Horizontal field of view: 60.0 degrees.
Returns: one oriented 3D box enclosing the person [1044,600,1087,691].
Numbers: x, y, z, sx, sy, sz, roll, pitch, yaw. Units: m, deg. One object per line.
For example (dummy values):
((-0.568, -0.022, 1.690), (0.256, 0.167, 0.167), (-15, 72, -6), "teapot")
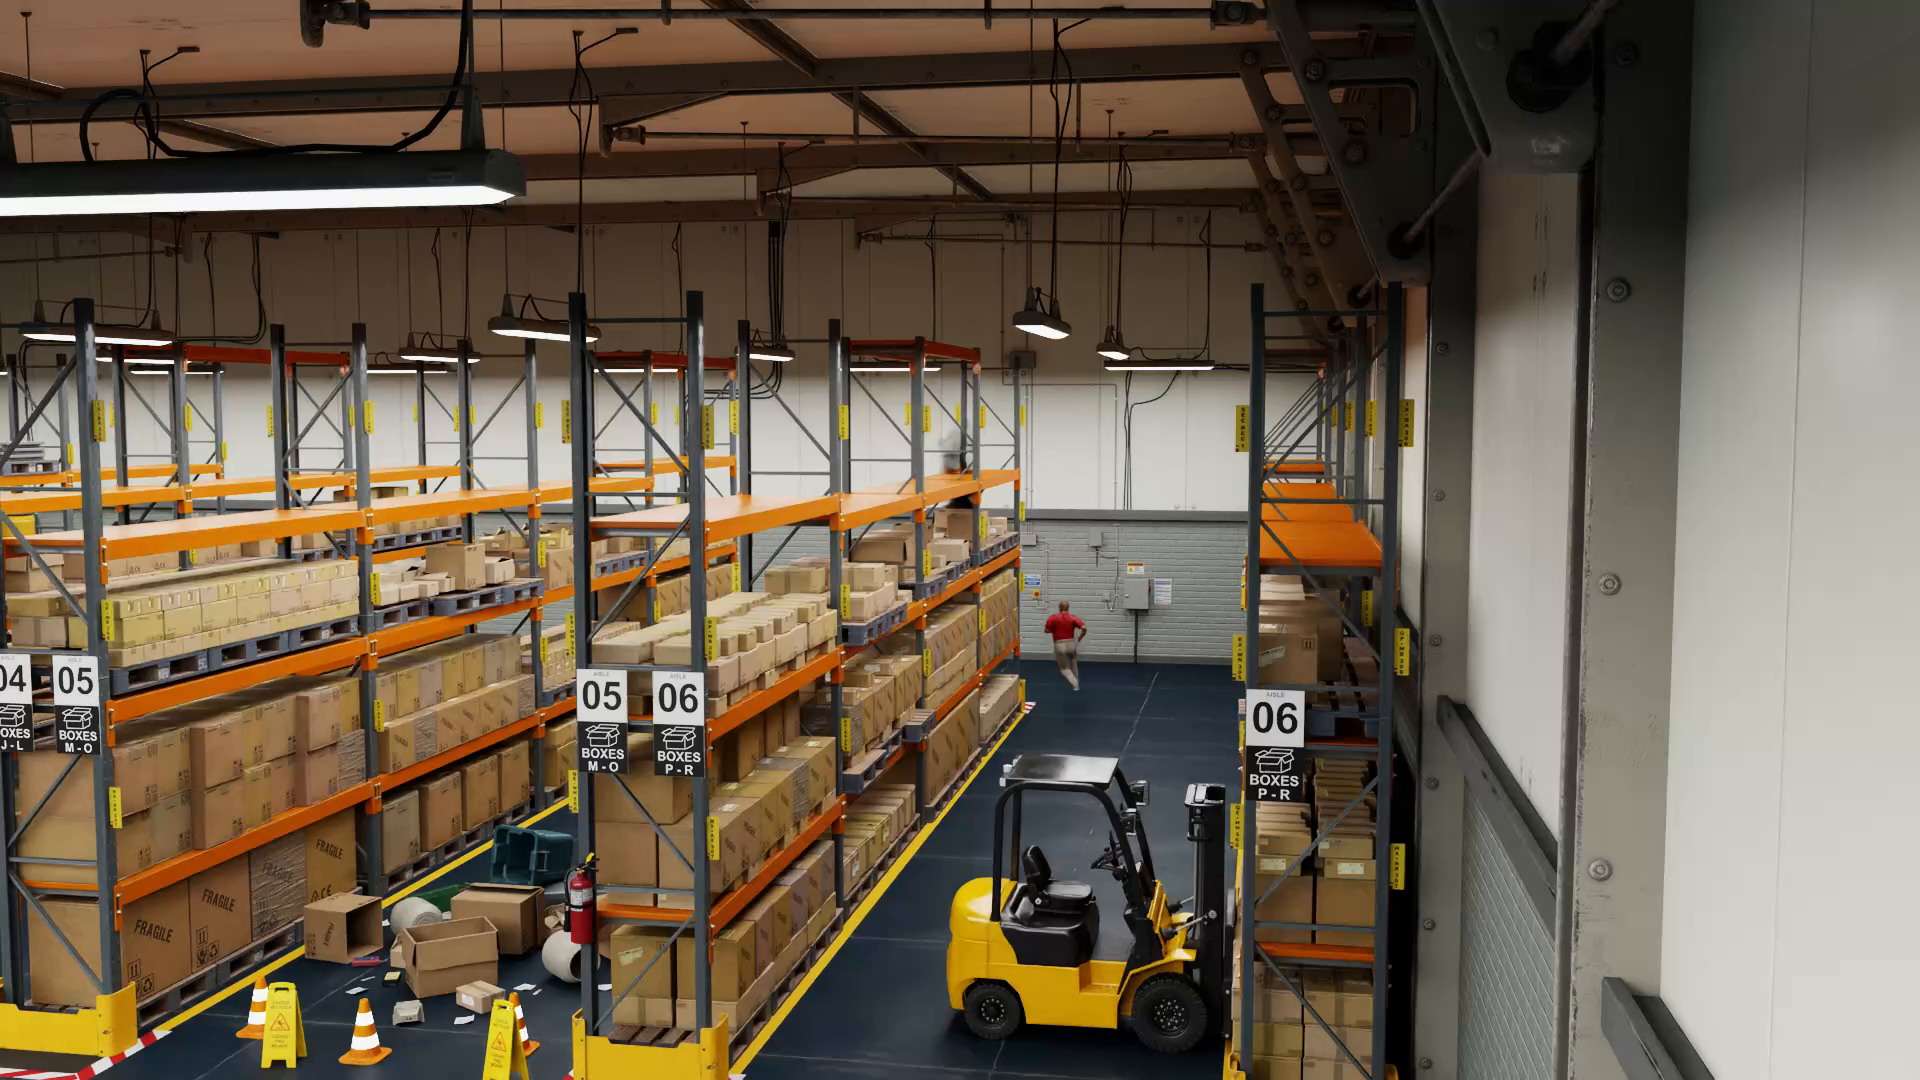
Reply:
((1.795, 1.800, 28.862), (0.739, 1.549, 1.046), (-1, 5, -11), "person")
